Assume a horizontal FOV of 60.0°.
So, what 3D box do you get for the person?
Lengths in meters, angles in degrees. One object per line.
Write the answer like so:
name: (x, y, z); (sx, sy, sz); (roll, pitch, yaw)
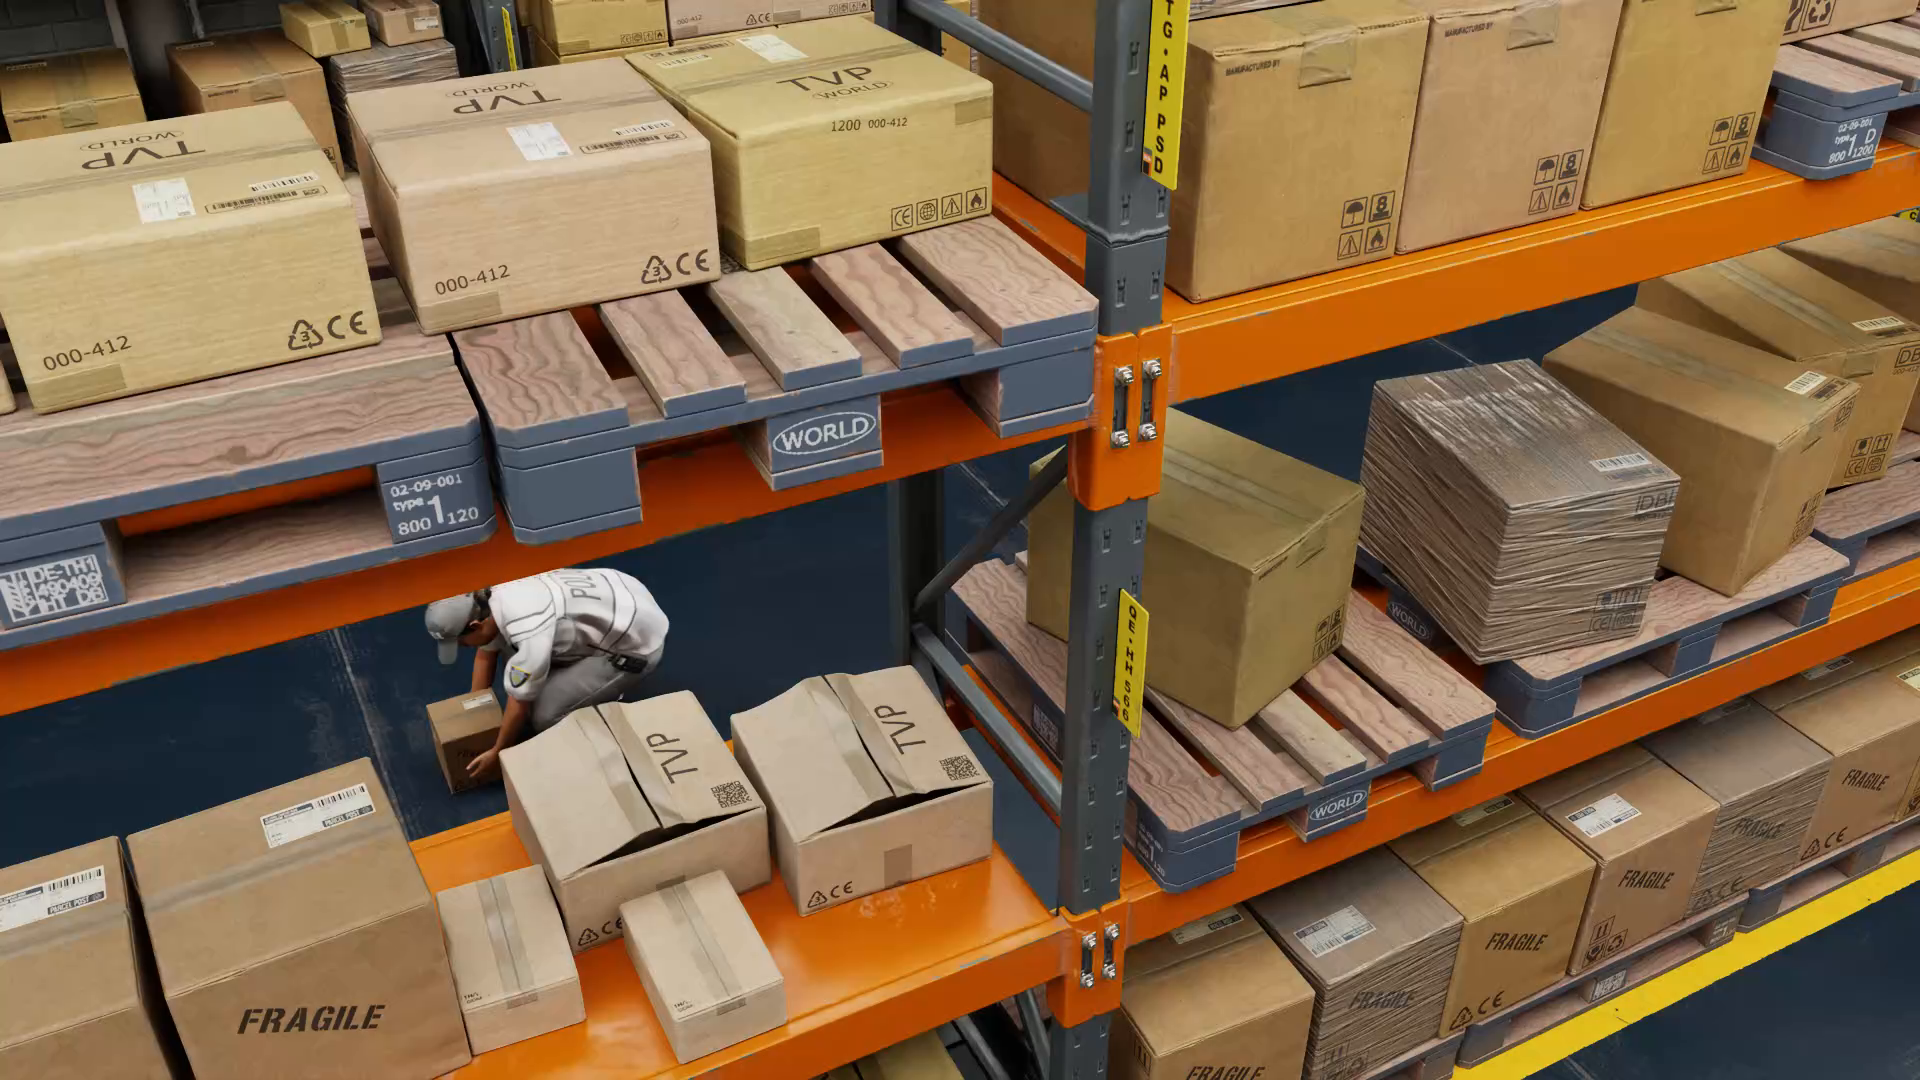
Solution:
person: (-1.540, 0.429, 6.249); (0.842, 0.837, 0.525); (-16, 36, -23)
